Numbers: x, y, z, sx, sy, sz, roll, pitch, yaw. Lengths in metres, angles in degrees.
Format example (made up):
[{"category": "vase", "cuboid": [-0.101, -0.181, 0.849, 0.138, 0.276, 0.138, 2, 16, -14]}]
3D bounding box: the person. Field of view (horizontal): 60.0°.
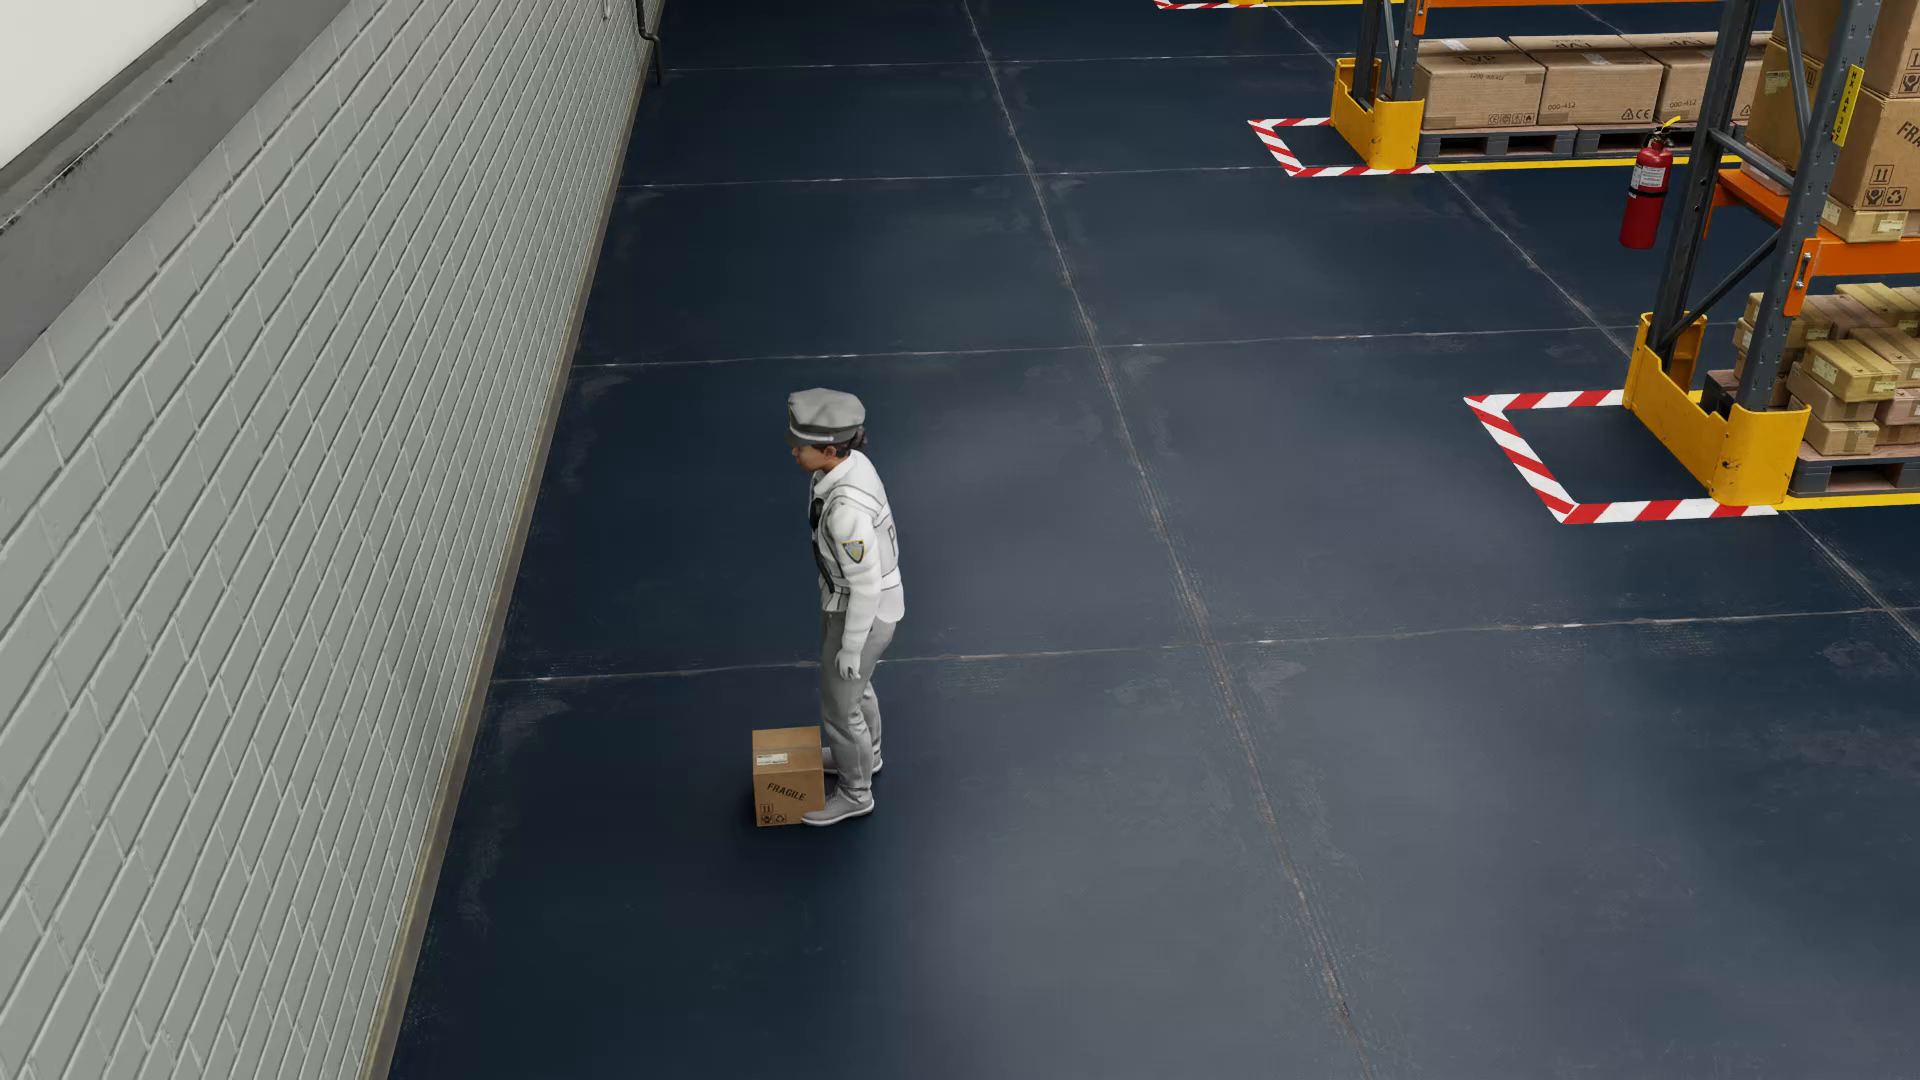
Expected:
[{"category": "person", "cuboid": [-0.403, 0.248, 5.722, 0.415, 1.663, 0.545, -5, 32, -8]}]
